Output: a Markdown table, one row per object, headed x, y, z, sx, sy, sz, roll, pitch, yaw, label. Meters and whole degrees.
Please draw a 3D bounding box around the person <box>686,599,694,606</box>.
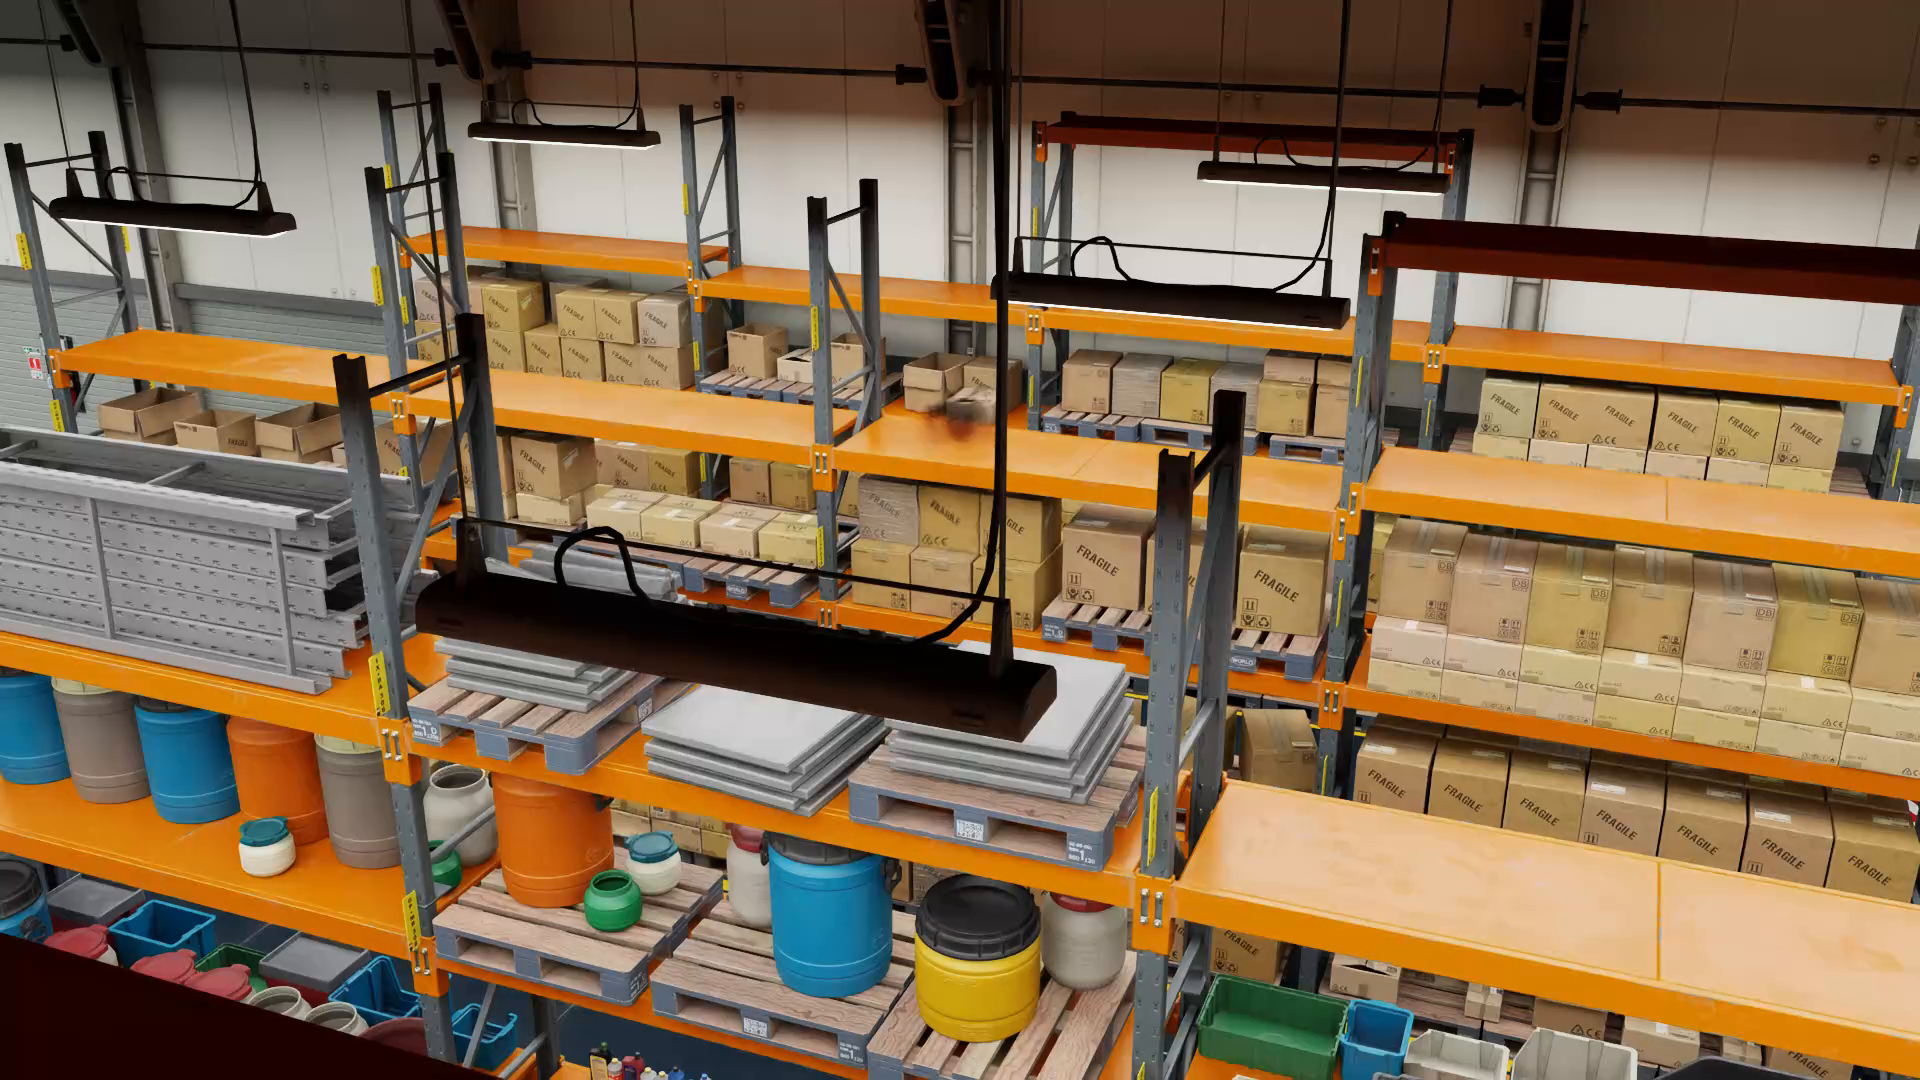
| x | y | z | sx | sy | sz | roll | pitch | yaw | label |
| --- | --- | --- | --- | --- | --- | --- | --- | --- | --- |
| -3.018 | 0.949 | 17.498 | 0.493 | 1.686 | 0.497 | -13 | 24 | -31 | person |
